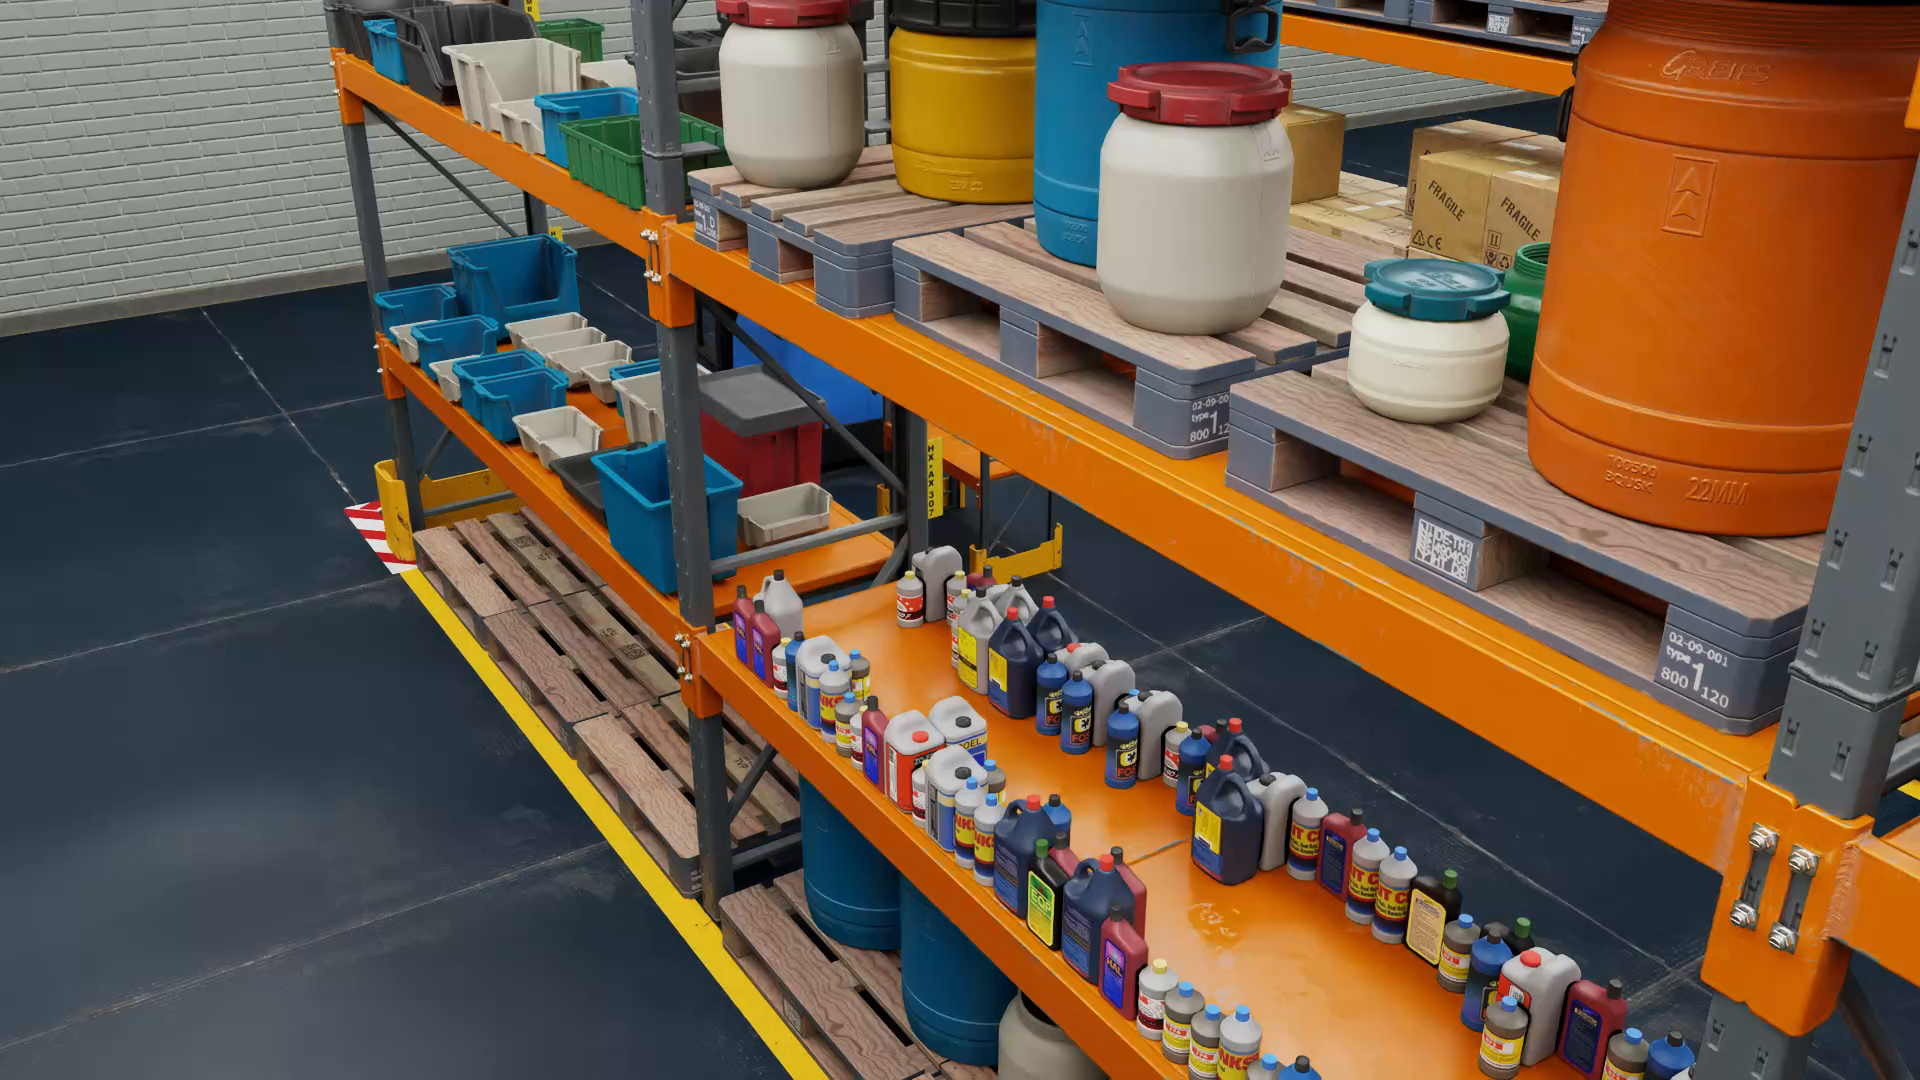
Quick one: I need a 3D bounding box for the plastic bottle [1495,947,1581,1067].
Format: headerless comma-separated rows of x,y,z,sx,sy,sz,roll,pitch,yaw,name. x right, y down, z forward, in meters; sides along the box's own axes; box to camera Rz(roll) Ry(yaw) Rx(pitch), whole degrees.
1.393,1.110,4.031,0.152,0.276,0.135,-16,29,-30,plastic bottle

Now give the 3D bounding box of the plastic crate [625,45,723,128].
-1.021,-1.787,6.661,0.497,0.269,0.590,-16,29,-30,plastic crate

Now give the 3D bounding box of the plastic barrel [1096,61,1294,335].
0.517,-0.758,3.676,0.433,0.535,0.433,0,25,0,plastic barrel

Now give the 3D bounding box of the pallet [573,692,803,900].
-1.006,1.025,7.330,1.003,0.211,1.213,-16,29,-30,pallet

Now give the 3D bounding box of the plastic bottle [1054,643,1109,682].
0.388,0.451,5.426,0.152,0.276,0.135,-16,29,-30,plastic bottle

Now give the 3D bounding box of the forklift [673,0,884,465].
-1.284,-2.376,11.350,1.130,2.935,3.031,-12,28,-25,forklift

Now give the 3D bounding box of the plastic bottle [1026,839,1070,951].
0.235,0.934,4.394,0.061,0.283,0.133,-16,29,-30,plastic bottle

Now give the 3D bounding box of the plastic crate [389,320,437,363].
-2.791,-1.021,8.638,0.250,0.136,0.298,-16,29,-30,plastic crate

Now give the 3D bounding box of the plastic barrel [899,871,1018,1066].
0.097,1.229,5.598,0.600,0.901,0.708,-16,29,-30,plastic barrel

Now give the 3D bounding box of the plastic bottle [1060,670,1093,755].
0.367,0.537,5.249,0.097,0.271,0.097,0,25,0,plastic bottle

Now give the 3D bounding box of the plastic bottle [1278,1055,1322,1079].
0.753,1.264,3.709,0.097,0.271,0.097,0,25,0,plastic bottle

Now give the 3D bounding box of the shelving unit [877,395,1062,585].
0.042,-0.651,9.372,0.587,1.500,1.083,-16,29,-30,shelving unit

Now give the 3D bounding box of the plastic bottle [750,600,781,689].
-0.657,0.349,5.633,0.061,0.283,0.133,-16,29,-30,plastic bottle

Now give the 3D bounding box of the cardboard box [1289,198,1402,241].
2.279,-1.848,9.979,0.500,0.250,0.500,-16,30,-31,cardboard box

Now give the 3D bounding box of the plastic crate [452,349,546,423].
-2.178,-0.728,7.904,0.416,0.233,0.300,-16,29,-30,plastic crate

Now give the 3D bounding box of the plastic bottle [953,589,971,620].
0.022,0.271,5.895,0.097,0.201,0.097,0,25,0,plastic bottle

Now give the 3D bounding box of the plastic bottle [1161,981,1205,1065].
0.540,1.157,4.019,0.097,0.201,0.097,0,25,0,plastic bottle

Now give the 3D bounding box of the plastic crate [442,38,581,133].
-1.805,-1.850,6.781,0.437,0.282,0.530,-16,29,-30,plastic crate

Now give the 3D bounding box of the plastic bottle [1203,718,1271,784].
0.805,0.687,4.838,0.144,0.351,0.185,-16,29,-30,plastic bottle

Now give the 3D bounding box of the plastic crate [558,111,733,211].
-1.057,-1.323,5.774,0.450,0.188,0.662,-16,29,-30,plastic crate

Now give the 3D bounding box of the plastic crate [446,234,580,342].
-2.417,-1.379,9.046,0.616,0.435,0.499,-16,29,-30,plastic crate

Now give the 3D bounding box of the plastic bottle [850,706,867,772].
-0.293,0.611,5.175,0.097,0.201,0.097,0,25,0,plastic bottle

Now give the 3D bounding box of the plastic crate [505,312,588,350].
-2.159,-1.071,8.743,0.396,0.136,0.243,-16,29,-30,plastic crate

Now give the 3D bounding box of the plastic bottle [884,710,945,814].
-0.134,0.660,4.983,0.152,0.276,0.135,-16,29,-30,plastic bottle

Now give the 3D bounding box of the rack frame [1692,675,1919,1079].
1.611,1.449,3.167,1.000,3.000,0.127,-16,29,-30,rack frame

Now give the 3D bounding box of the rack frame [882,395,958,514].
-0.231,-0.830,9.750,0.500,1.500,0.032,-16,29,-30,rack frame

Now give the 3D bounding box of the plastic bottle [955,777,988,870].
0.033,0.793,4.707,0.097,0.271,0.097,0,25,0,plastic bottle

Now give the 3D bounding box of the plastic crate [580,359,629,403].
-1.663,-0.768,8.102,0.298,0.136,0.250,-16,29,-30,plastic crate

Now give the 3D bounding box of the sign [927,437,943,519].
-0.111,-0.234,6.408,0.100,0.325,0.005,-16,29,-30,sign

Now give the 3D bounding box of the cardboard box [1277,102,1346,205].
1.990,-2.375,10.216,0.500,0.500,0.500,-16,30,-31,cardboard box

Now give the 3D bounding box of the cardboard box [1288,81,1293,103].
1.880,-2.859,11.242,0.500,0.500,0.500,-15,29,-29,cardboard box

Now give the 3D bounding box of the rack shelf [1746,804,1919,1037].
2.703,1.133,1.164,1.077,0.370,4.000,-16,29,-30,rack shelf

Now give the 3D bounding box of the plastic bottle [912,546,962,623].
-0.087,0.140,6.085,0.152,0.276,0.135,-16,29,-30,plastic bottle

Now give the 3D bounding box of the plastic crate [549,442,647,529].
-1.409,-0.222,6.959,0.437,0.125,0.590,-16,29,-30,plastic crate

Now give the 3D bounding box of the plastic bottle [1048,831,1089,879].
0.286,0.920,4.424,0.061,0.283,0.133,-16,29,-30,plastic bottle

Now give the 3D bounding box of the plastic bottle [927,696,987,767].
-0.006,0.625,5.058,0.152,0.276,0.135,-16,29,-30,plastic bottle

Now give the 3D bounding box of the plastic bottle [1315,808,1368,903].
1.053,0.848,4.577,0.061,0.283,0.133,-16,29,-30,plastic bottle

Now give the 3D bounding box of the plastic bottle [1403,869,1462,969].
1.232,0.965,4.328,0.061,0.283,0.133,-16,29,-30,plastic bottle

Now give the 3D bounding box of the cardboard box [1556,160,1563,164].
3.530,-1.773,8.940,0.500,0.500,0.500,-16,29,-30,cardboard box

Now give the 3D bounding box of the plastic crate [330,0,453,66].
-2.779,-2.507,8.186,0.497,0.269,0.590,-16,29,-30,plastic crate

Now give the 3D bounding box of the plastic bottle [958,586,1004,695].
0.083,0.327,5.602,0.144,0.351,0.185,-16,29,-30,plastic bottle

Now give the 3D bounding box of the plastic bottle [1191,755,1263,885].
0.751,0.771,4.661,0.144,0.351,0.185,-16,29,-30,plastic bottle

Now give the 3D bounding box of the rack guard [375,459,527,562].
-2.780,-0.287,9.773,1.175,0.500,0.348,-16,29,-30,rack guard

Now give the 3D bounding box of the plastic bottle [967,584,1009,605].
0.113,0.271,5.808,0.152,0.276,0.135,-16,29,-30,plastic bottle

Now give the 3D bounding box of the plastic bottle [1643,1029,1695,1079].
1.605,1.229,3.783,0.097,0.271,0.097,0,25,0,plastic bottle

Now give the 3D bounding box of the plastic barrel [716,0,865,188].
-0.495,-1.343,4.916,0.433,0.535,0.433,0,25,0,plastic barrel

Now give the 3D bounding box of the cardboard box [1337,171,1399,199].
2.435,-2.158,10.635,0.500,0.250,0.500,-17,30,-31,cardboard box

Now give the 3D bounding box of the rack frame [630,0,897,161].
-0.573,-2.694,4.917,1.000,3.000,0.127,-16,29,-30,rack frame

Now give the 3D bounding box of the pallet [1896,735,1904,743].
4.732,0.820,7.765,1.003,0.211,1.213,-16,29,-30,pallet

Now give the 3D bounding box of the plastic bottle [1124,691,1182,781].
0.588,0.582,5.148,0.152,0.276,0.135,-16,29,-30,plastic bottle

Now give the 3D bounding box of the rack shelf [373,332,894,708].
-1.664,-0.372,7.866,1.077,0.370,4.000,-16,29,-30,rack shelf

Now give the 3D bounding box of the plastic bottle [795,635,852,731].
-0.439,0.460,5.408,0.152,0.276,0.135,-16,29,-30,plastic bottle

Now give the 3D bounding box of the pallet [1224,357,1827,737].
1.275,-0.118,3.194,1.003,0.211,1.213,-16,29,-30,pallet

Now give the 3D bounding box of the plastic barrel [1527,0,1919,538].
1.304,-0.495,2.776,0.600,0.830,0.708,-16,29,-30,plastic barrel

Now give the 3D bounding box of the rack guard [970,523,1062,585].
0.313,0.092,9.262,0.587,0.250,0.087,-16,29,-30,rack guard
